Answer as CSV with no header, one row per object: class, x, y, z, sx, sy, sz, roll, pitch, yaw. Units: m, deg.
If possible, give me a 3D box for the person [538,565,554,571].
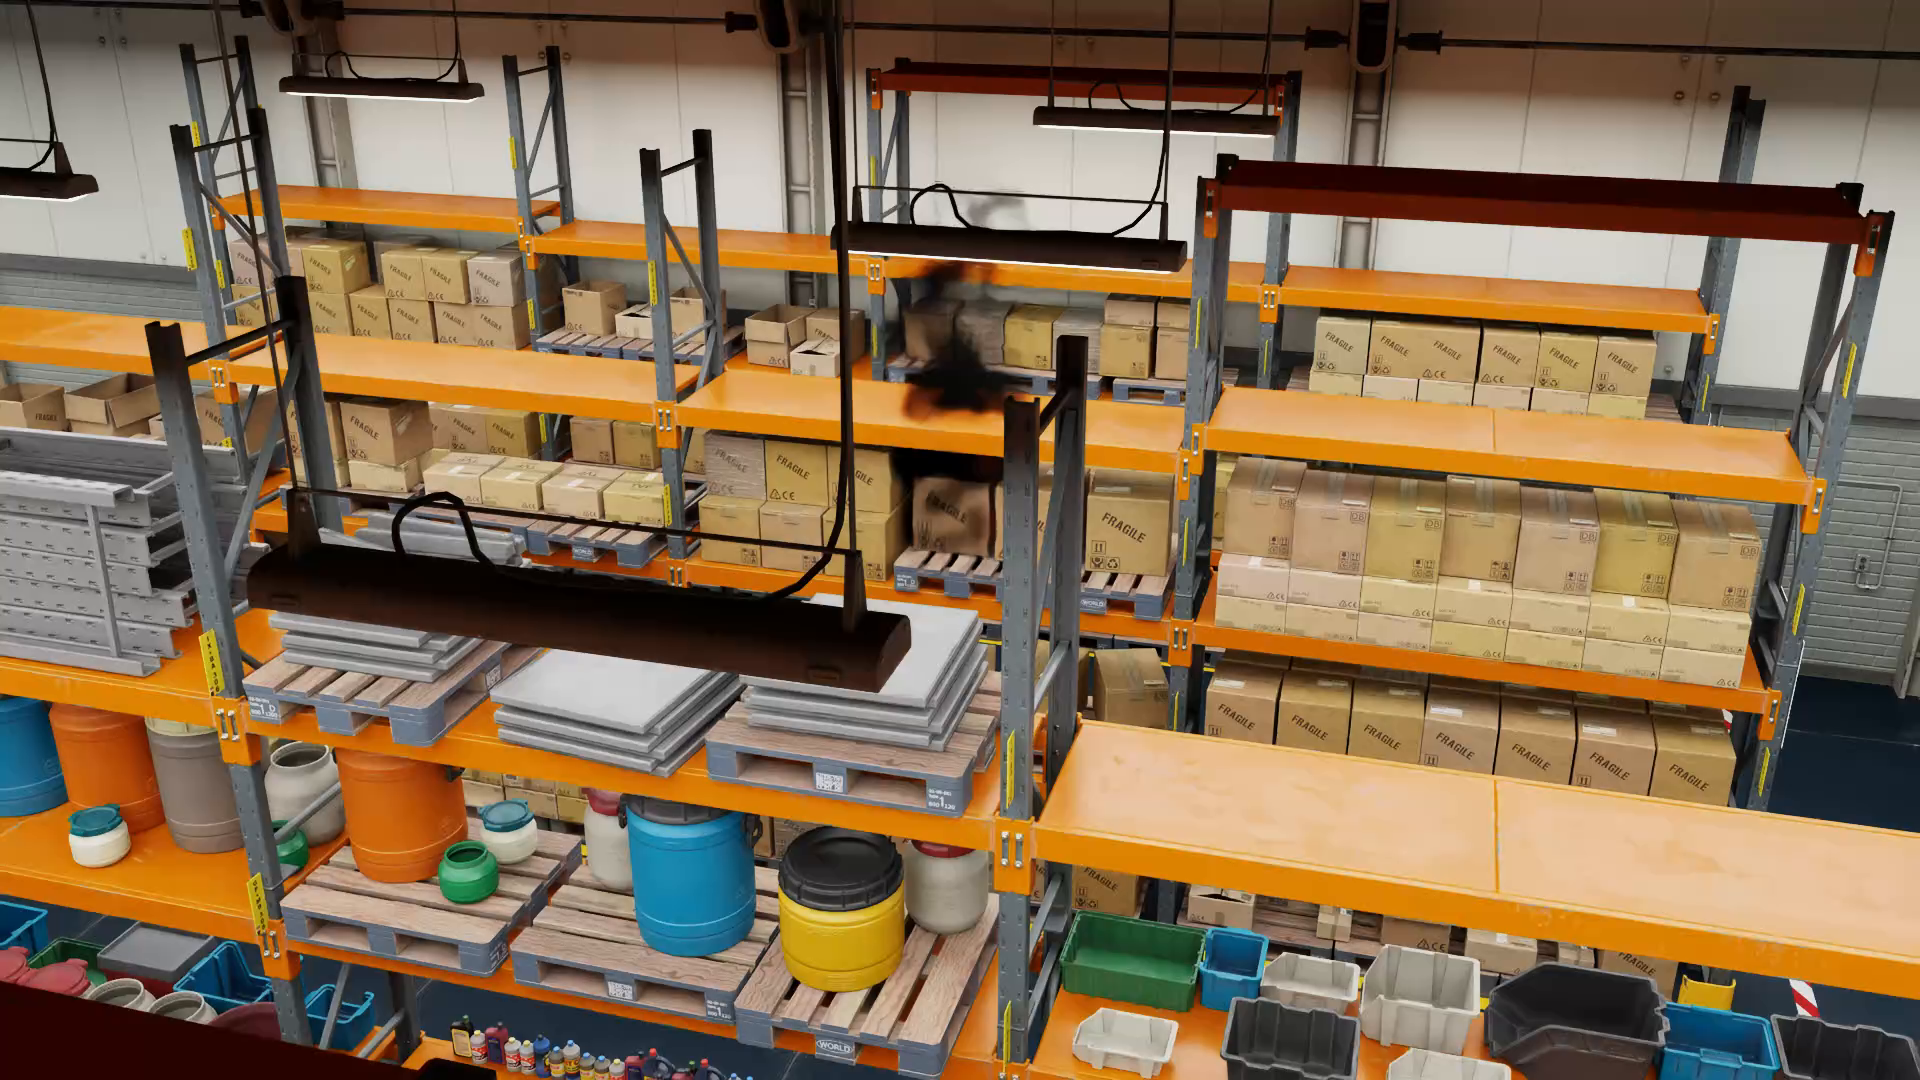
person,-4.004,0.999,16.305,0.564,1.606,0.640,7,24,17
